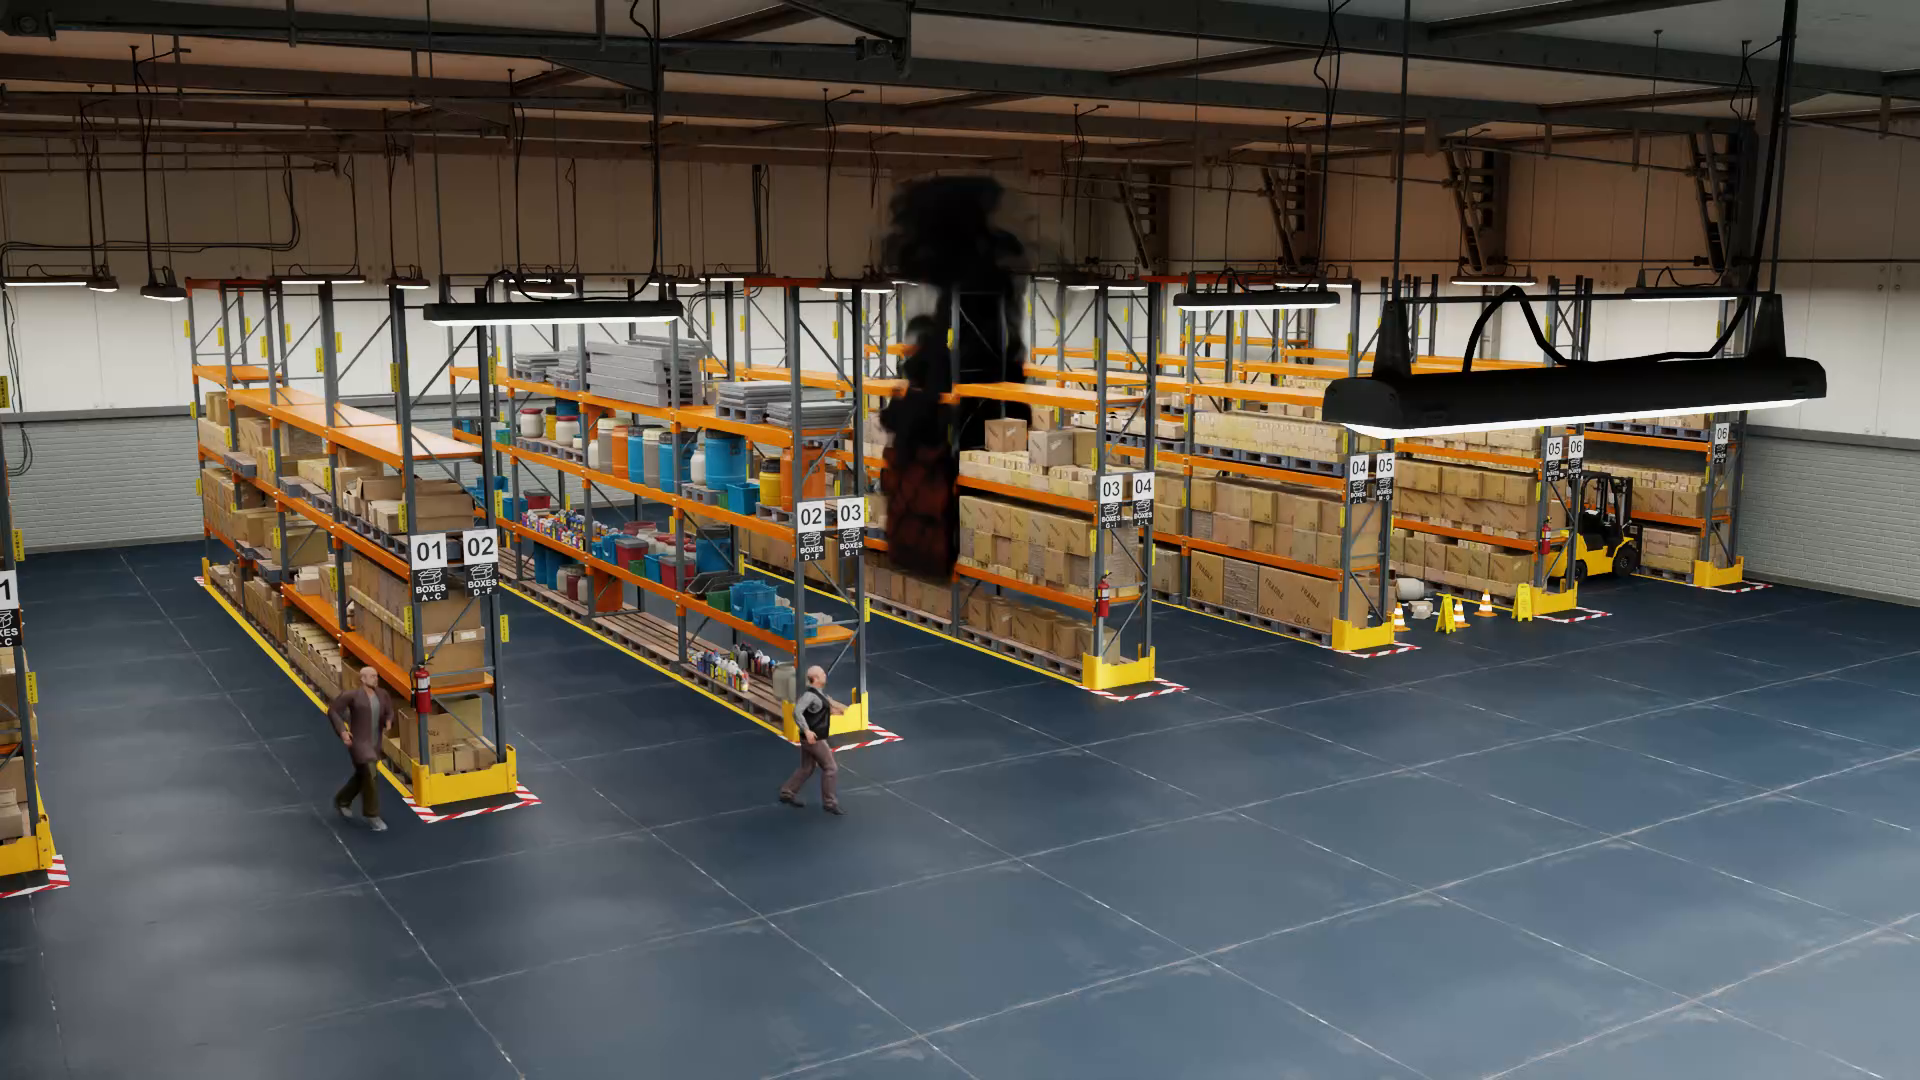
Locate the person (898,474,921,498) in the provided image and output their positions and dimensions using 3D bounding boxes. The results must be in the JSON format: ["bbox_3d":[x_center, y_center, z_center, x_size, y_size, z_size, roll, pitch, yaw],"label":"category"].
[{"bbox_3d":[-1.017,-0.621,36.383,0.644,1.786,0.867,-4,11,-25],"label":"person"}]

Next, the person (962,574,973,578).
[{"bbox_3d":[0.096,-0.108,32.017,0.609,1.659,0.634,-6,11,-31],"label":"person"}]

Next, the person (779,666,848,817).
[{"bbox_3d":[-1.700,2.312,19.121,0.784,1.772,0.653,-1,10,-8],"label":"person"}]

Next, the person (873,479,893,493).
[{"bbox_3d":[-1.918,-1.580,42.251,0.534,1.717,0.660,-8,12,-38],"label":"person"}]

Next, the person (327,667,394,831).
[{"bbox_3d":[-6.737,2.437,18.915,0.879,1.593,0.686,4,10,24],"label":"person"}]
